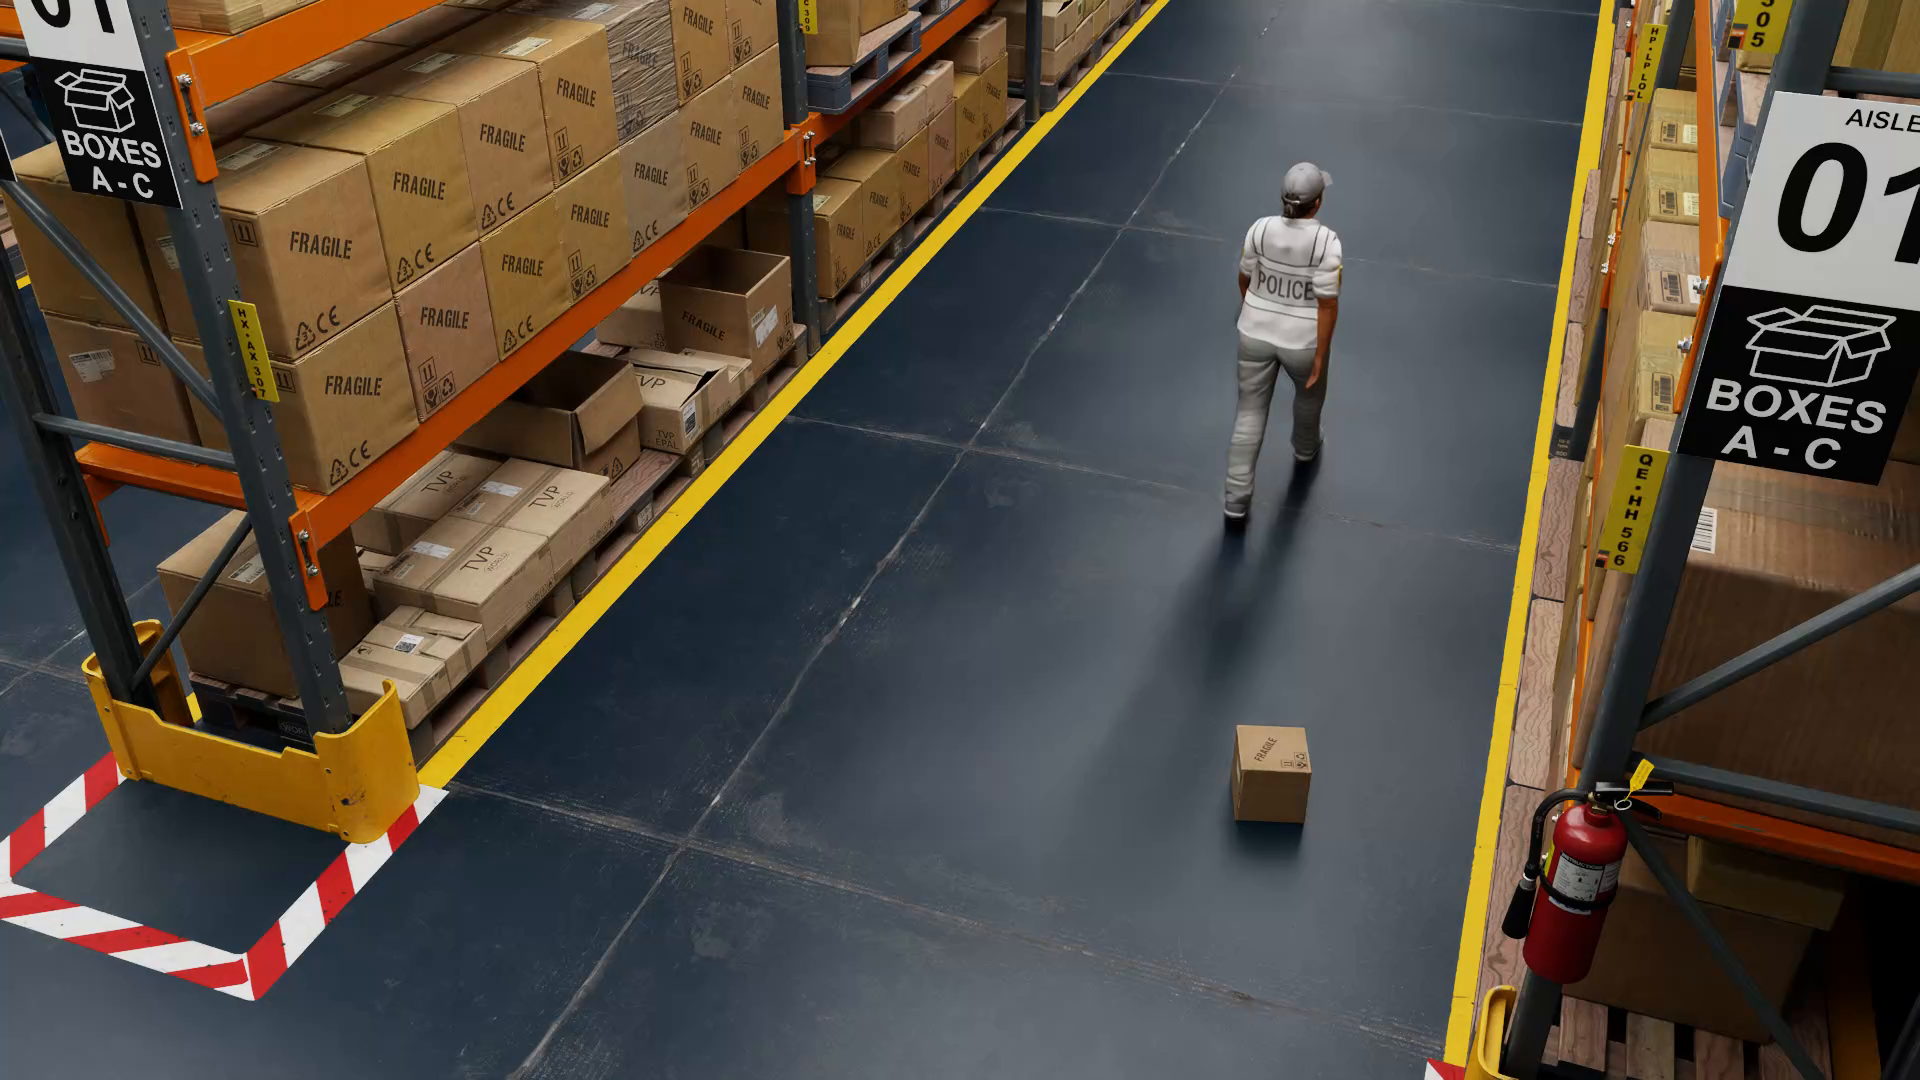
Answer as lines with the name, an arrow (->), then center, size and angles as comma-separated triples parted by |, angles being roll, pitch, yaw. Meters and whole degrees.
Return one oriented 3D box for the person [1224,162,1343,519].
person -> 1.489, -0.969, 7.587 | 0.487, 1.599, 1.021 | 13, 36, 18
